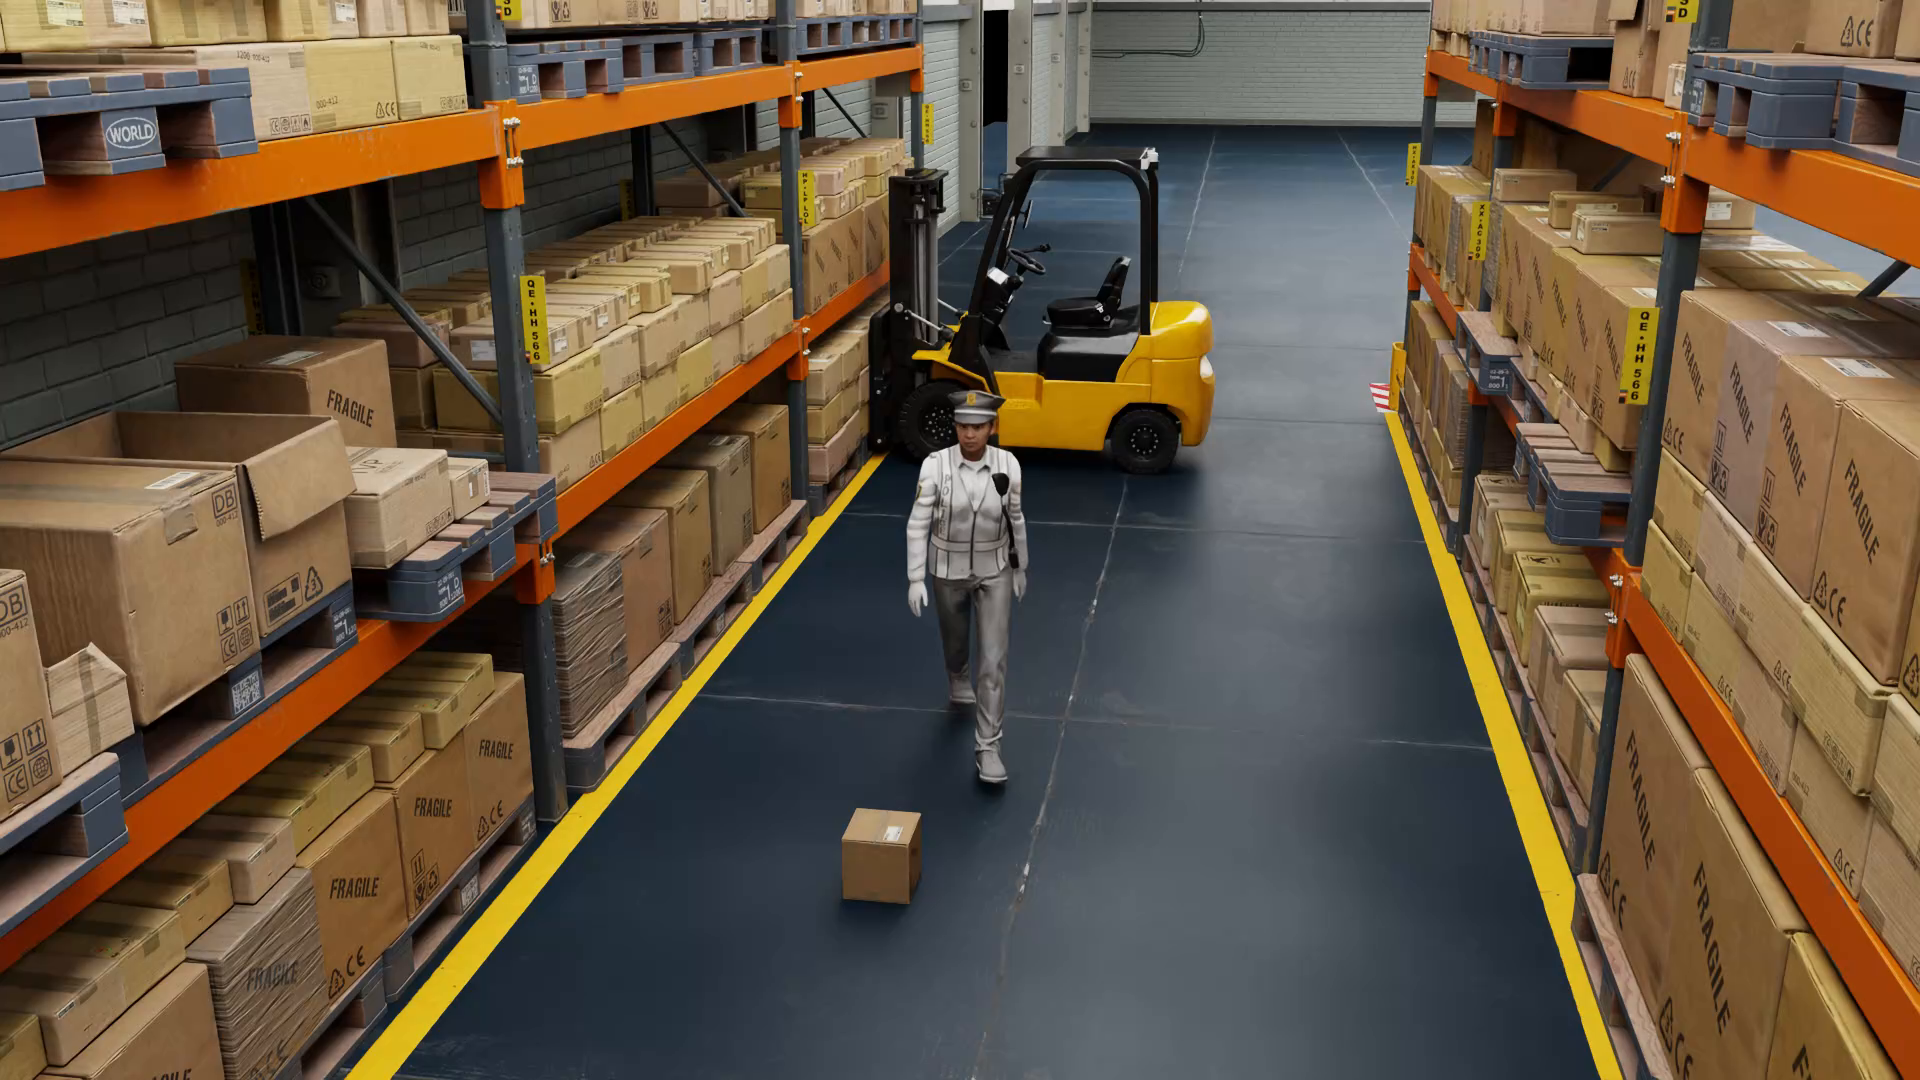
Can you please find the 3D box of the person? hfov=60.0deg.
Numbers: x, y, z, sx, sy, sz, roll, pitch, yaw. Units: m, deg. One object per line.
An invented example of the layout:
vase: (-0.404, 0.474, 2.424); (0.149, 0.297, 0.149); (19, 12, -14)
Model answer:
person: (0.036, 0.121, 7.155); (0.524, 1.637, 1.021); (0, 18, 0)
